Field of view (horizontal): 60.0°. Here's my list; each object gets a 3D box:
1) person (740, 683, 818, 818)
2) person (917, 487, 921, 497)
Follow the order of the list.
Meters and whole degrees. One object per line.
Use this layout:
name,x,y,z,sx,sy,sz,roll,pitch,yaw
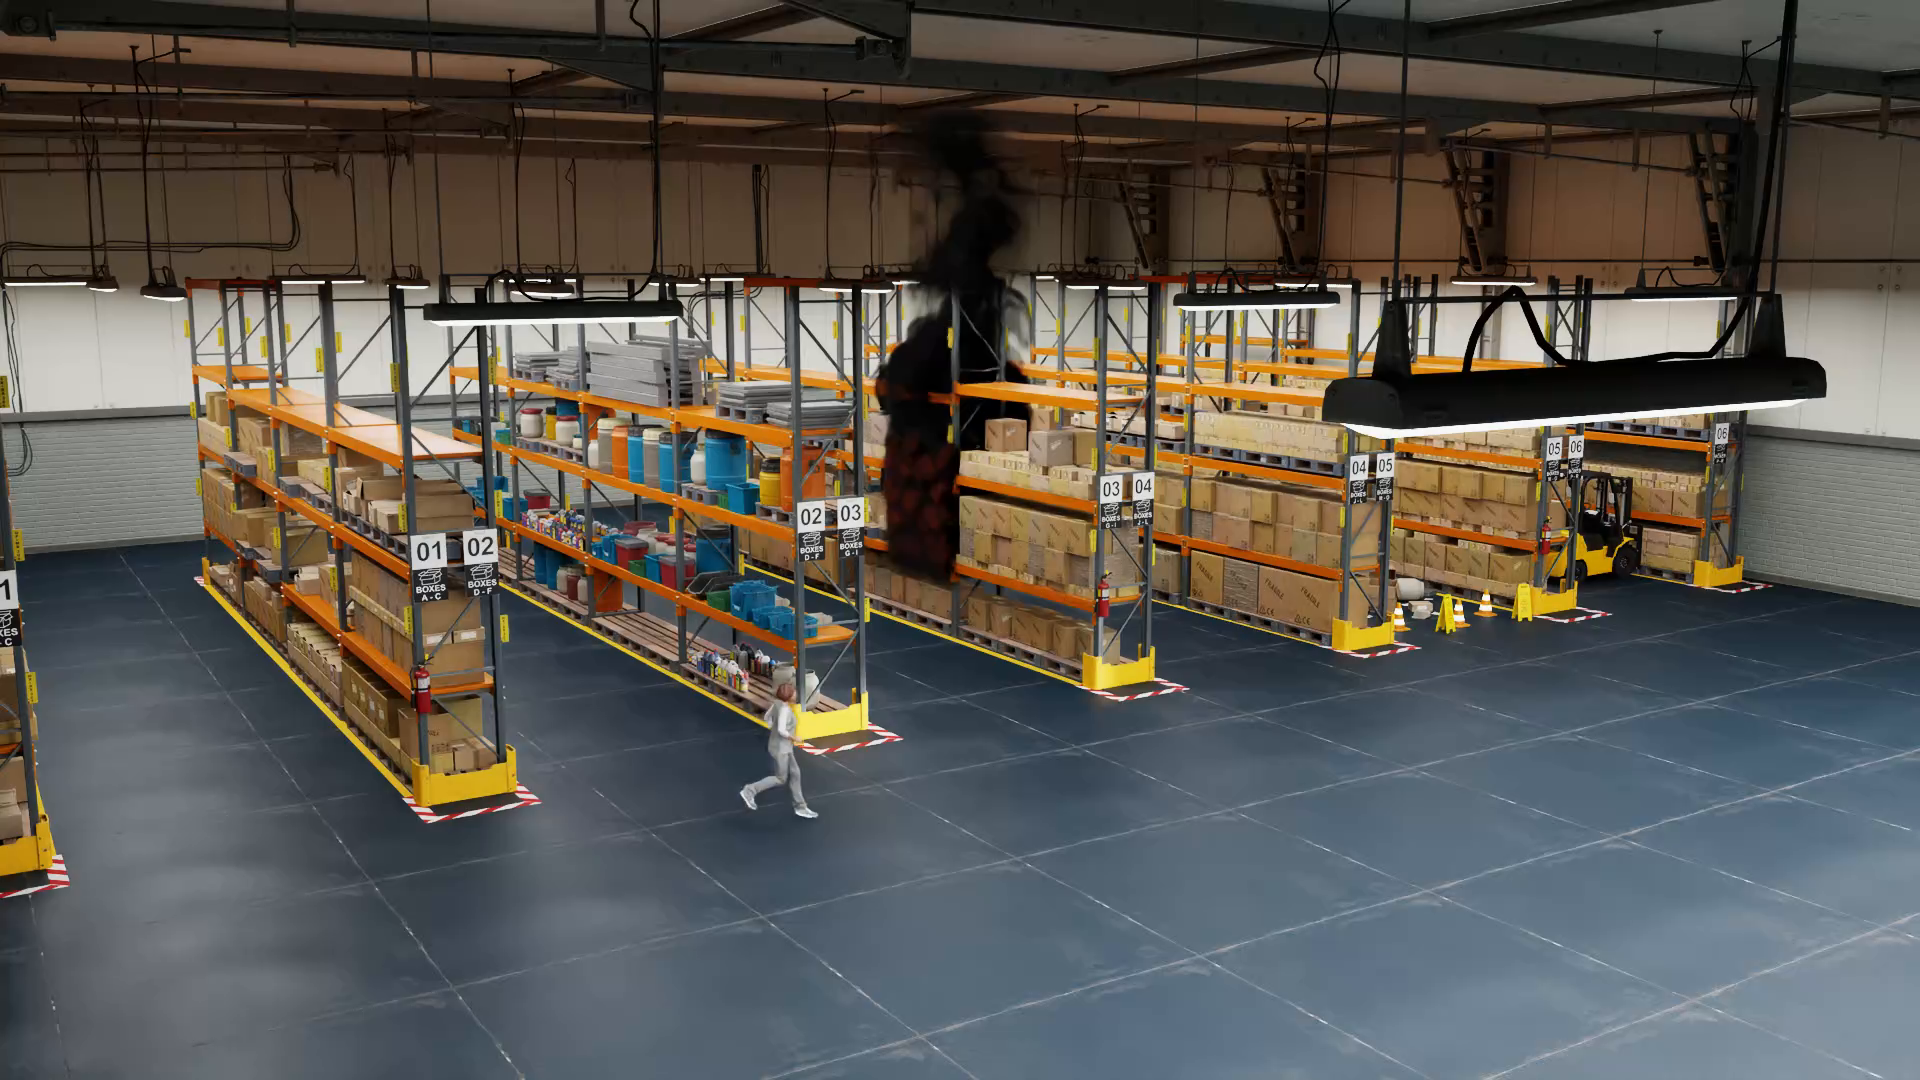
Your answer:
person,-2.076,2.410,18.970,0.878,1.589,0.565,-2,10,-12
person,-0.731,-1.489,41.667,0.714,1.805,0.828,-9,13,-43
